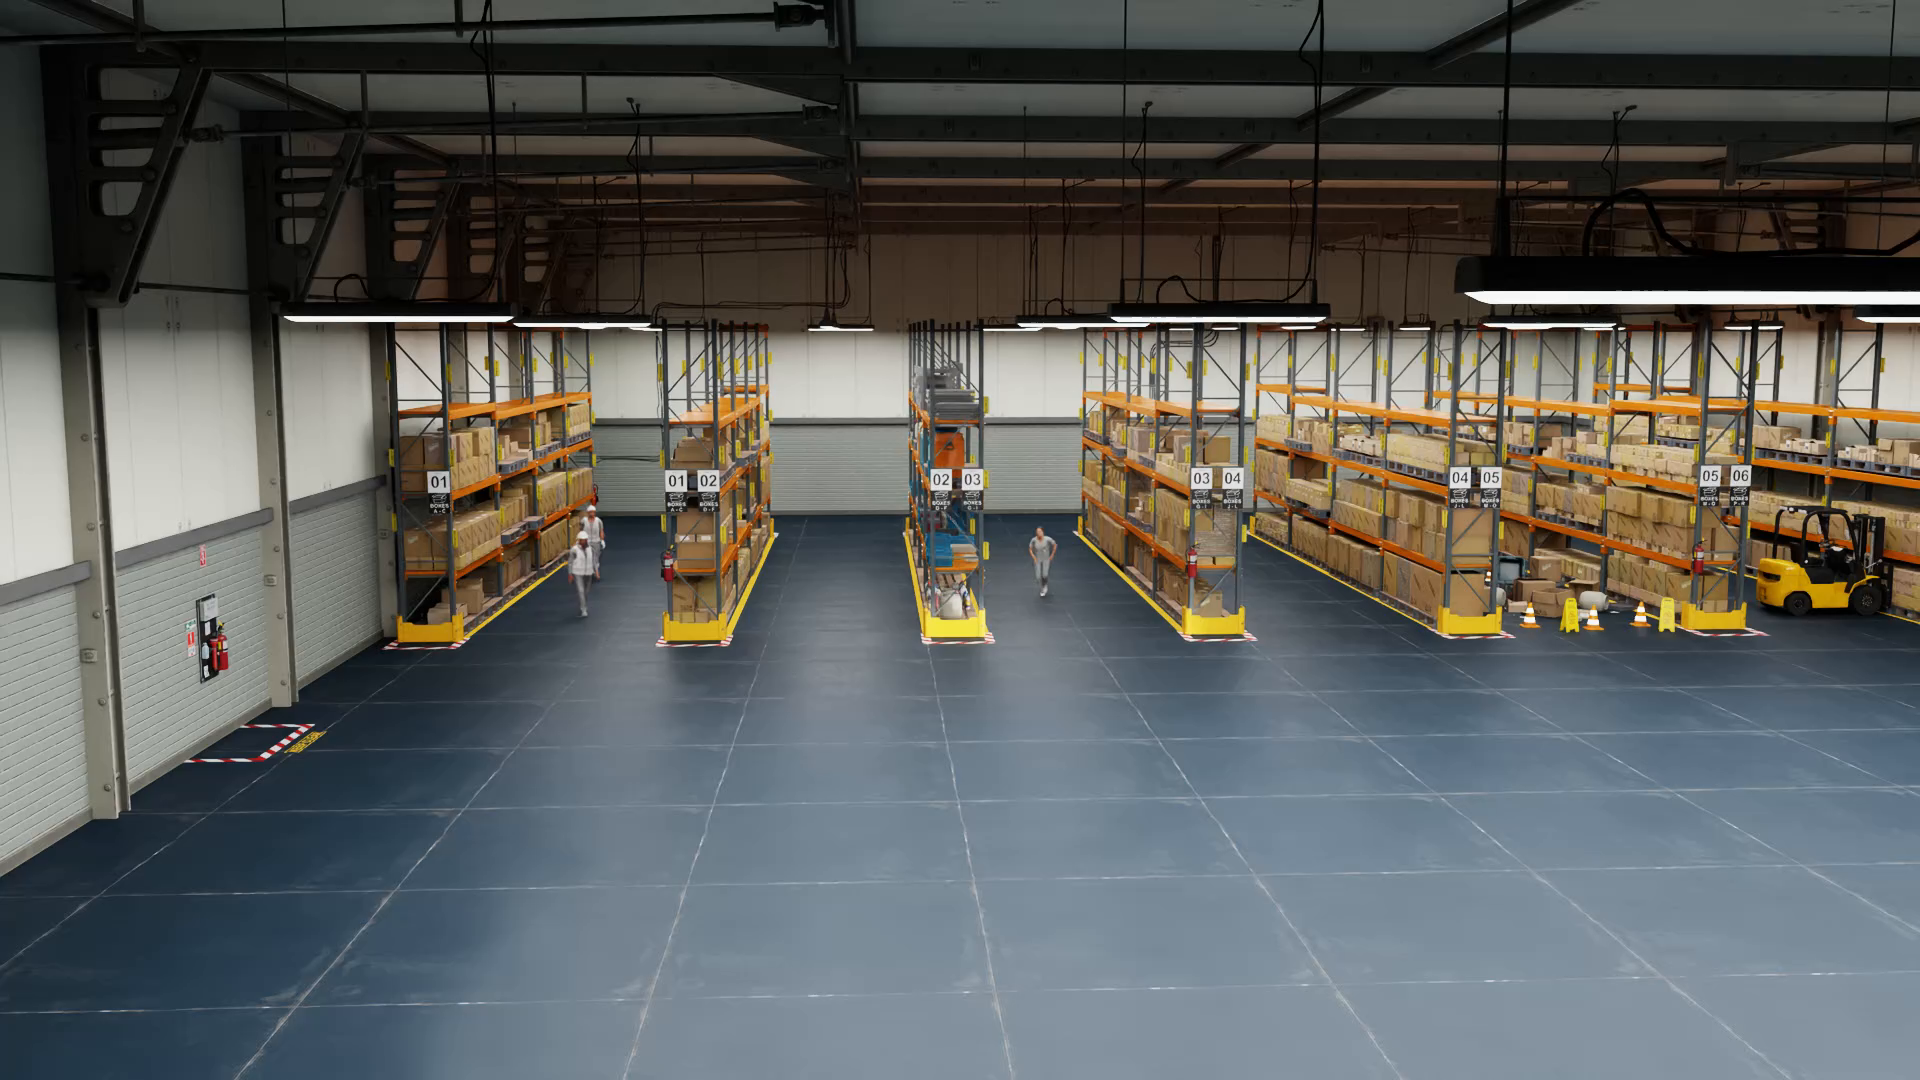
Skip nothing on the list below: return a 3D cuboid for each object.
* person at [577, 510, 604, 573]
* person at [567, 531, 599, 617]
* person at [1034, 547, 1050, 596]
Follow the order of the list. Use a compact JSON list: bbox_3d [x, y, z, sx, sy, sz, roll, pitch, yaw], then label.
[{"bbox_3d":[-8.604,0.052,38.736,0.625,1.636,0.876,-2,7,-12],"label":"person"},{"bbox_3d":[-7.699,0.669,33.933,0.603,1.717,1.107,-4,8,-28],"label":"person"},{"bbox_3d":[1.797,0.677,36.418,0.348,1.129,0.671,1,7,8],"label":"person"}]
